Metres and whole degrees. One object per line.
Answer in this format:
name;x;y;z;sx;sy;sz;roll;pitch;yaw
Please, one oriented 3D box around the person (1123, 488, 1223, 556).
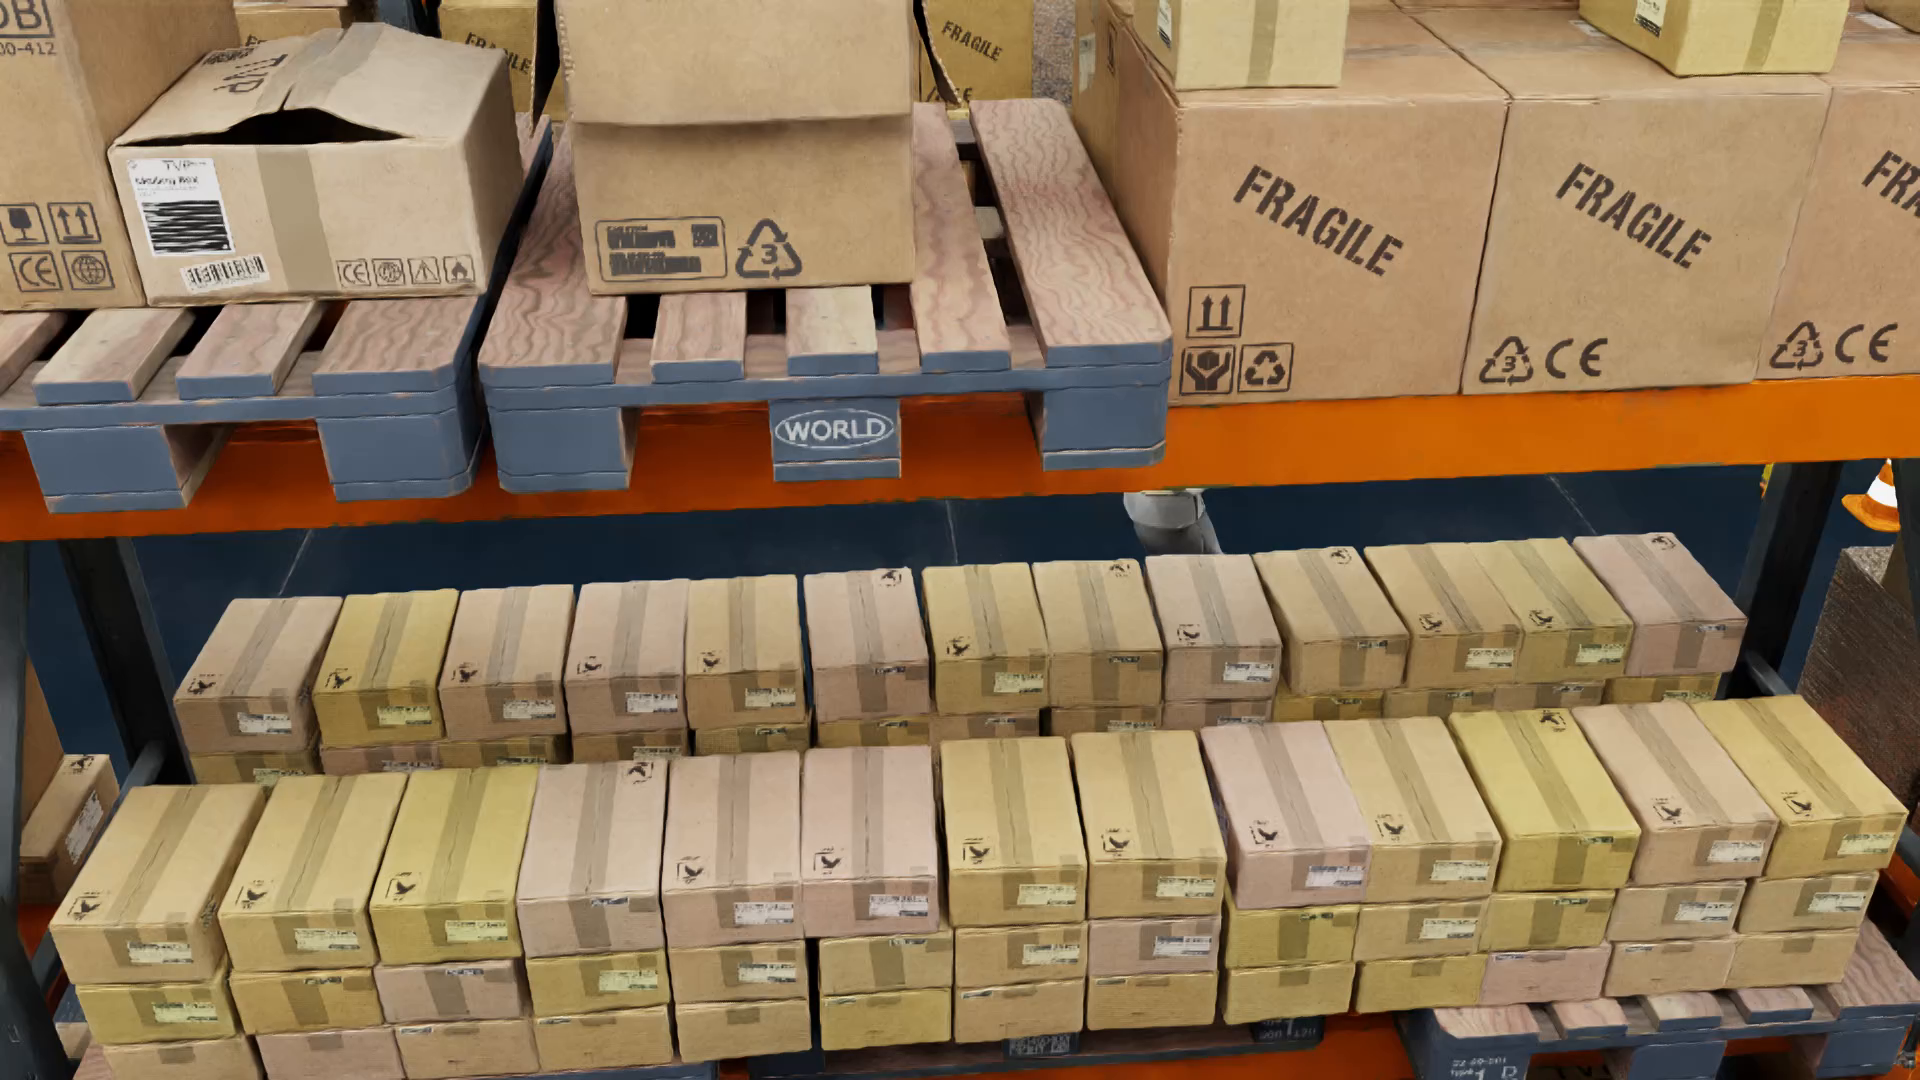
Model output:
person;0.794;-0.101;6.324;0.623;1.715;0.593;-2;31;-4
